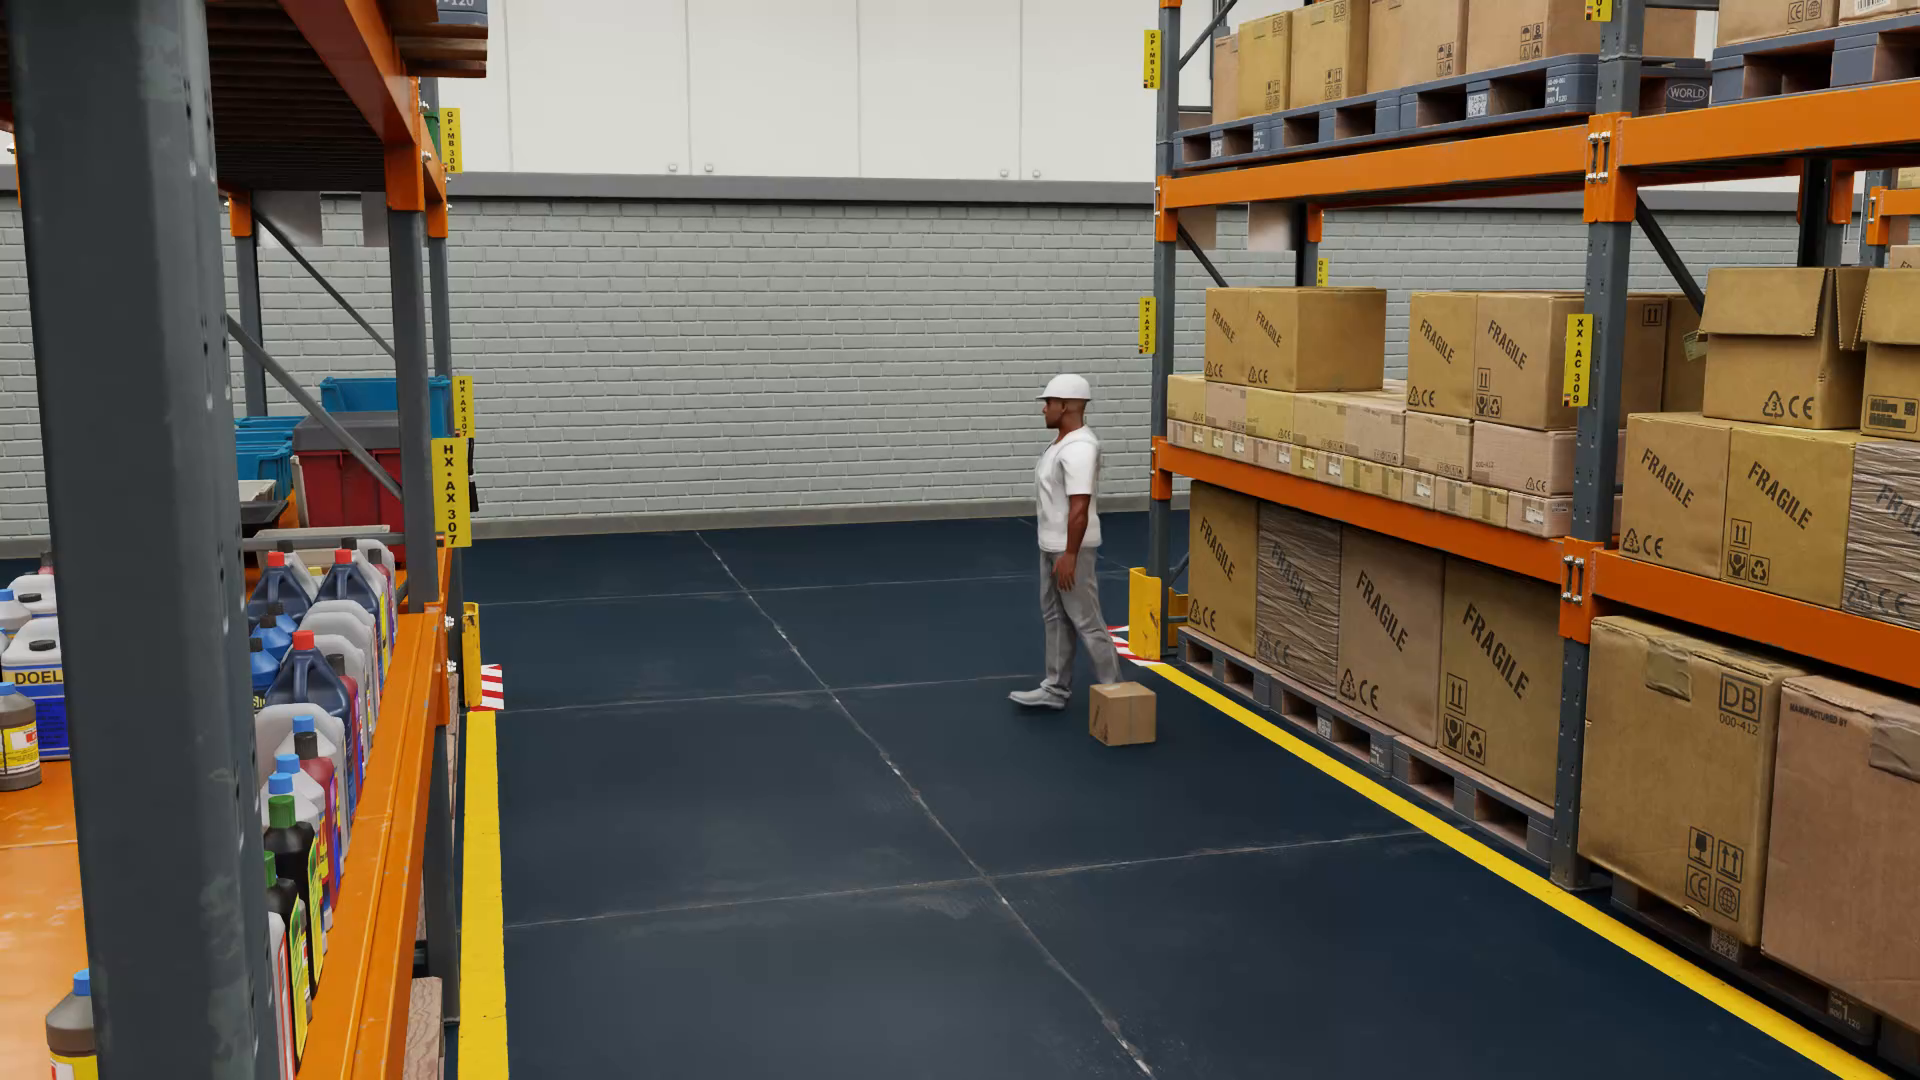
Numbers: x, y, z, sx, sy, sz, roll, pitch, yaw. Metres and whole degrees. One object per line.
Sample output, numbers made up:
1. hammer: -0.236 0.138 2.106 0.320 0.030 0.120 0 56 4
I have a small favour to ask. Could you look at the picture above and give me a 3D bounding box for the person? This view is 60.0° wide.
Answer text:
1. person: 0.561 0.030 8.591 0.573 1.767 0.736 -1 9 -5
